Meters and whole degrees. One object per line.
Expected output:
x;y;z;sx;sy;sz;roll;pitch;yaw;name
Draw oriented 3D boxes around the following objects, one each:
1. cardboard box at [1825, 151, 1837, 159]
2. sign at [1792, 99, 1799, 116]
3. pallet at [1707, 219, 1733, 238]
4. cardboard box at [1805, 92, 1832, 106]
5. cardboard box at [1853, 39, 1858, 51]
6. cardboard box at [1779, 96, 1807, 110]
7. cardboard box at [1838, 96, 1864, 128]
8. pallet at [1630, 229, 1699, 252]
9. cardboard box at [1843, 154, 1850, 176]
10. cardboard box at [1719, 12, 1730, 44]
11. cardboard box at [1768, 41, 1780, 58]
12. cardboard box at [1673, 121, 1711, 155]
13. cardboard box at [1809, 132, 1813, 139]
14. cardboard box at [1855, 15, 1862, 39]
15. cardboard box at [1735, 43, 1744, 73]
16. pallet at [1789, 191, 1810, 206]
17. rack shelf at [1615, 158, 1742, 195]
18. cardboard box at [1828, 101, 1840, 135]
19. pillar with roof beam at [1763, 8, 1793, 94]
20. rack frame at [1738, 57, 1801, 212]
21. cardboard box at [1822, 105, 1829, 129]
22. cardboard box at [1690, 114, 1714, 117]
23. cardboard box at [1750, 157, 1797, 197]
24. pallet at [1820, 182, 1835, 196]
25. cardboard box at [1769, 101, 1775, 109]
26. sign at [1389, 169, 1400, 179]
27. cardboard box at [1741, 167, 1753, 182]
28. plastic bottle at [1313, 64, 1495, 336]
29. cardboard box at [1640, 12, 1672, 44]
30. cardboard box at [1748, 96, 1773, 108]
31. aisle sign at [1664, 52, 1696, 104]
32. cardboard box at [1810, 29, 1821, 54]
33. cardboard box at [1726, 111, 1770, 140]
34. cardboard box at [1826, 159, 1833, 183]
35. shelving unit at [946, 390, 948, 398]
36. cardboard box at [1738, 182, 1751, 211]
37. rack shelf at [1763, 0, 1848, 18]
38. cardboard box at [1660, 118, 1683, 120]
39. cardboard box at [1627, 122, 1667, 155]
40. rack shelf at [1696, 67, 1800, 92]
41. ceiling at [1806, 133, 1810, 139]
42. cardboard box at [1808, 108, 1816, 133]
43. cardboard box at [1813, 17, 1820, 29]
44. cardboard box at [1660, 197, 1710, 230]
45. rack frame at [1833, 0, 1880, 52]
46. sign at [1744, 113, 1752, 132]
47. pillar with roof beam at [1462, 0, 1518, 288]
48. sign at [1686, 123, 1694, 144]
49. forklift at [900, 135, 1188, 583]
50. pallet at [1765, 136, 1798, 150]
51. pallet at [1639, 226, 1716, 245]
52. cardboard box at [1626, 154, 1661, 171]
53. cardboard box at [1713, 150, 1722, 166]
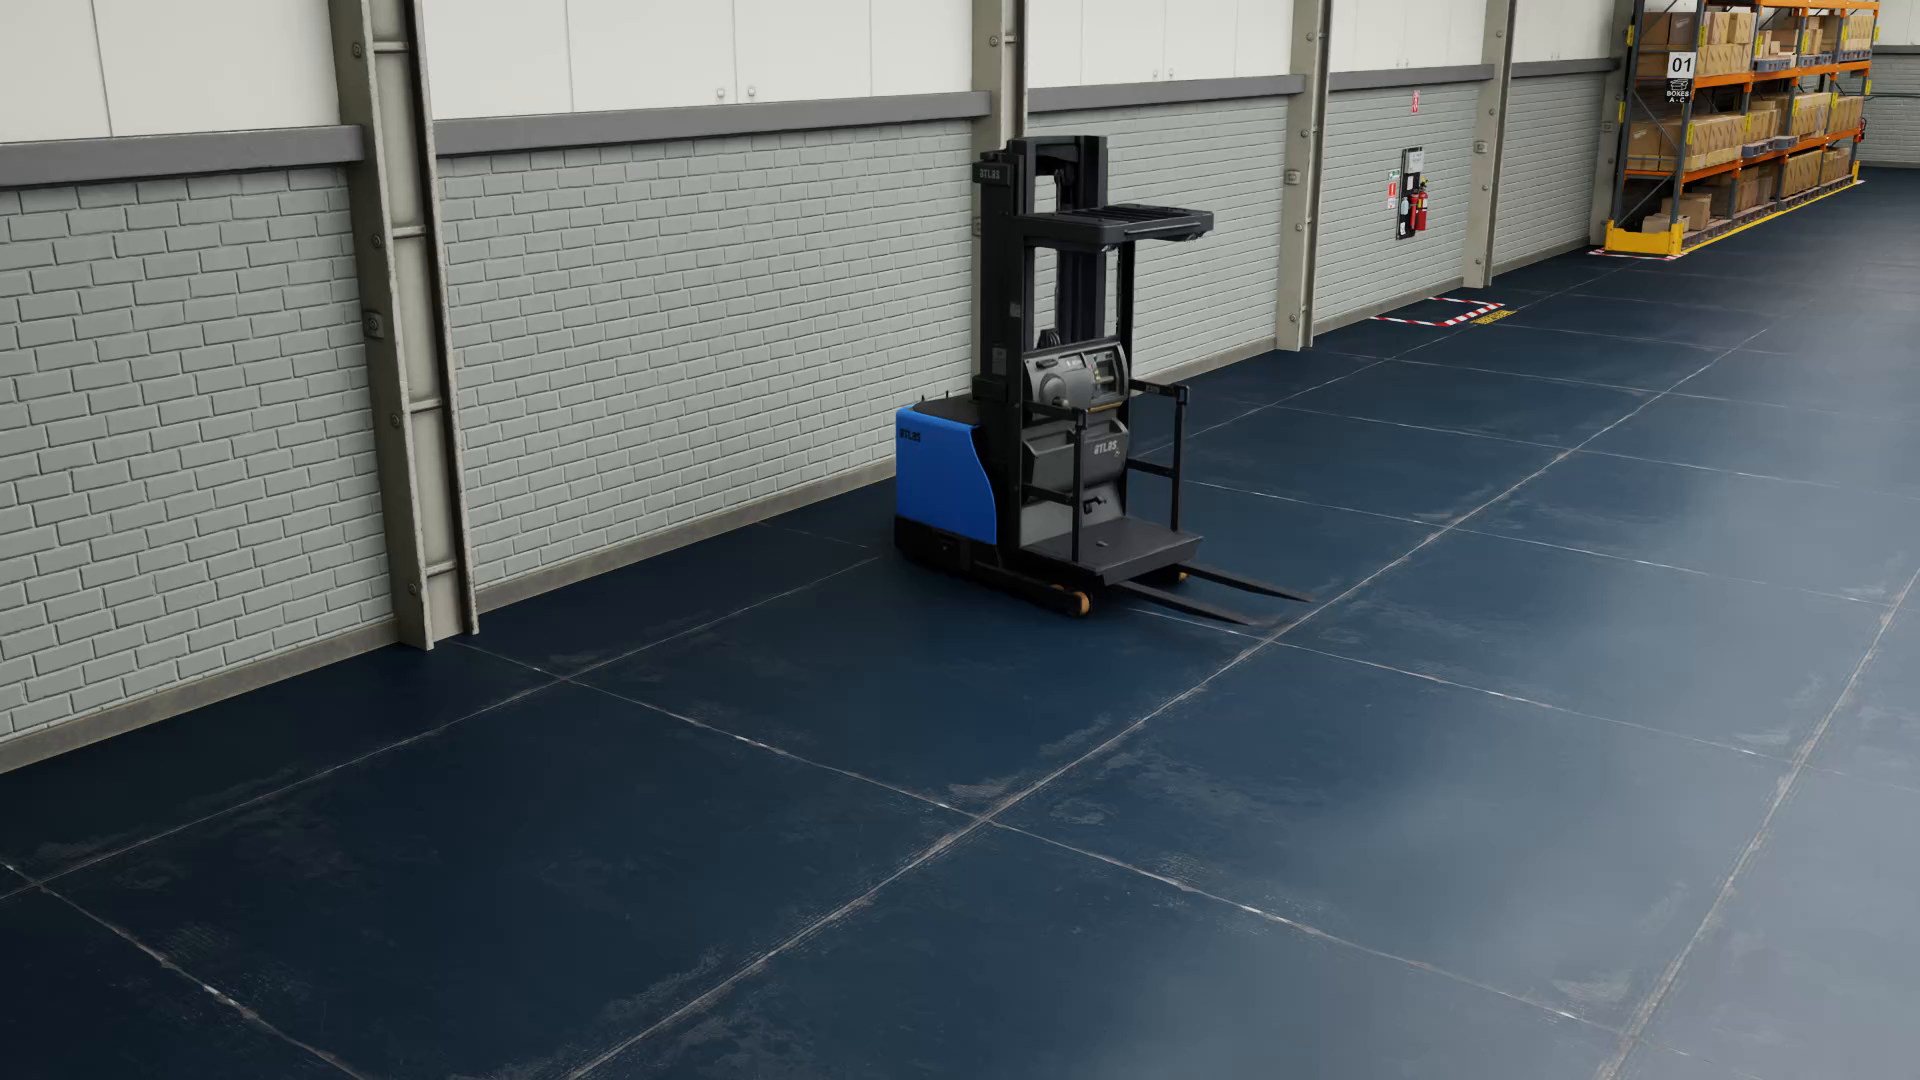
19.677;-8.741;37.748;0.380;0.149;0.250;12;21;33;cardboard box
16.546;-8.560;32.931;0.100;0.325;0.005;12;21;35;sign
13.349;-5.688;30.203;1.003;0.211;1.213;12;21;35;pallet
18.415;-9.492;35.784;0.500;0.250;0.500;13;22;36;cardboard box
19.726;-11.061;37.121;0.500;0.250;0.500;12;21;33;cardboard box
16.902;-8.887;33.834;0.500;0.250;0.500;12;21;34;cardboard box
20.575;-10.064;39.087;0.980;0.700;0.700;14;22;37;cardboard box
11.895;-5.107;28.332;1.003;0.211;1.213;12;21;35;pallet
20.534;-8.866;39.243;0.700;0.500;0.500;12;21;35;cardboard box
12.398;-8.484;27.559;0.500;0.500;0.500;13;22;36;cardboard box
15.257;-9.337;31.988;0.797;0.503;0.637;16;24;42;cardboard box
12.166;-6.706;27.734;0.500;0.500;0.500;12;21;35;cardboard box
17.883;-8.612;35.309;0.380;0.149;0.250;12;21;35;cardboard box
19.729;-11.421;37.017;0.500;0.500;0.500;13;21;35;cardboard box
13.307;-8.393;28.954;0.500;0.500;0.500;10;20;30;cardboard box
17.362;-7.270;35.300;1.003;0.211;1.213;12;21;35;pallet
12.529;-6.366;28.898;1.077;0.370;4.000;12;21;35;rack shelf
18.824;-9.361;36.823;0.980;0.700;0.700;13;21;36;cardboard box
21.667;-11.515;34.151;9.100;9.000;0.400;12;21;35;pillar with roof beam
16.104;-8.138;33.393;1.000;3.000;0.127;12;21;35;rack frame
18.415;-9.136;35.901;0.500;0.500;0.500;12;21;34;cardboard box
13.273;-7.407;29.992;0.500;0.500;0.500;12;21;33;cardboard box
16.648;-7.464;34.139;0.750;0.750;0.750;12;21;34;cardboard box
19.004;-7.927;37.413;1.003;0.211;1.213;12;21;35;pallet
15.923;-8.619;32.935;0.380;0.149;0.250;9;20;28;cardboard box
5.580;-4.698;21.360;0.001;0.109;0.331;12;21;35;sign
15.025;-7.084;32.206;0.500;0.250;0.500;12;21;34;cardboard box
5.661;-4.465;21.394;0.200;3.100;6.000;12;21;35;plastic bottle
11.385;-8.349;27.126;0.500;0.500;0.500;14;22;37;cardboard box
16.166;-8.850;33.715;0.500;0.250;0.500;13;22;36;cardboard box
11.536;-7.404;26.646;0.394;0.787;0.004;12;21;35;aisle sign
17.595;-10.447;34.860;0.700;0.500;0.500;12;21;34;cardboard box
15.108;-7.982;31.978;0.700;0.500;0.500;12;21;35;cardboard box
19.318;-8.377;37.668;0.700;0.500;0.500;12;21;34;cardboard box
-0.118;-0.557;12.268;0.249;1.050;0.215;-16;23;-41;shelving unit
14.750;-6.627;31.998;0.700;0.500;0.500;13;21;35;cardboard box
17.296;-10.945;34.203;1.077;0.370;4.000;12;21;35;rack shelf
12.360;-7.041;28.813;0.500;0.500;0.500;13;21;35;cardboard box
11.448;-6.679;27.648;0.500;0.500;0.500;12;21;34;cardboard box
14.913;-8.751;31.521;1.077;0.370;4.000;12;21;35;rack shelf
15.220;-5.958;14.047;21.274;7.690;36.812;12;21;35;ceiling
17.519;-8.775;34.738;0.500;0.500;0.500;13;22;36;cardboard box
17.858;-10.953;35.224;0.500;0.250;0.500;14;22;39;cardboard box
12.639;-5.700;29.014;0.700;0.500;0.500;11;20;31;cardboard box
24.032;-7.906;27.264;20.791;5.808;16.191;12;21;35;rack frame
14.161;-7.505;29.894;0.100;0.325;0.005;12;21;35;sign
10.942;-7.228;20.345;9.100;9.000;0.400;12;21;35;pillar with roof beam
11.773;-6.551;26.820;0.100;0.325;0.005;12;21;35;sign
24.633;-3.587;18.476;46.598;3.159;24.140;-16;23;-41;forklift
15.765;-7.858;32.814;1.213;0.211;1.003;12;21;35;pallet
12.623;-5.396;29.264;1.003;0.211;1.213;12;21;35;pallet
11.460;-6.316;27.745;0.500;0.250;0.500;13;21;35;cardboard box
12.793;-6.597;28.650;0.500;0.250;0.500;13;21;35;cardboard box
